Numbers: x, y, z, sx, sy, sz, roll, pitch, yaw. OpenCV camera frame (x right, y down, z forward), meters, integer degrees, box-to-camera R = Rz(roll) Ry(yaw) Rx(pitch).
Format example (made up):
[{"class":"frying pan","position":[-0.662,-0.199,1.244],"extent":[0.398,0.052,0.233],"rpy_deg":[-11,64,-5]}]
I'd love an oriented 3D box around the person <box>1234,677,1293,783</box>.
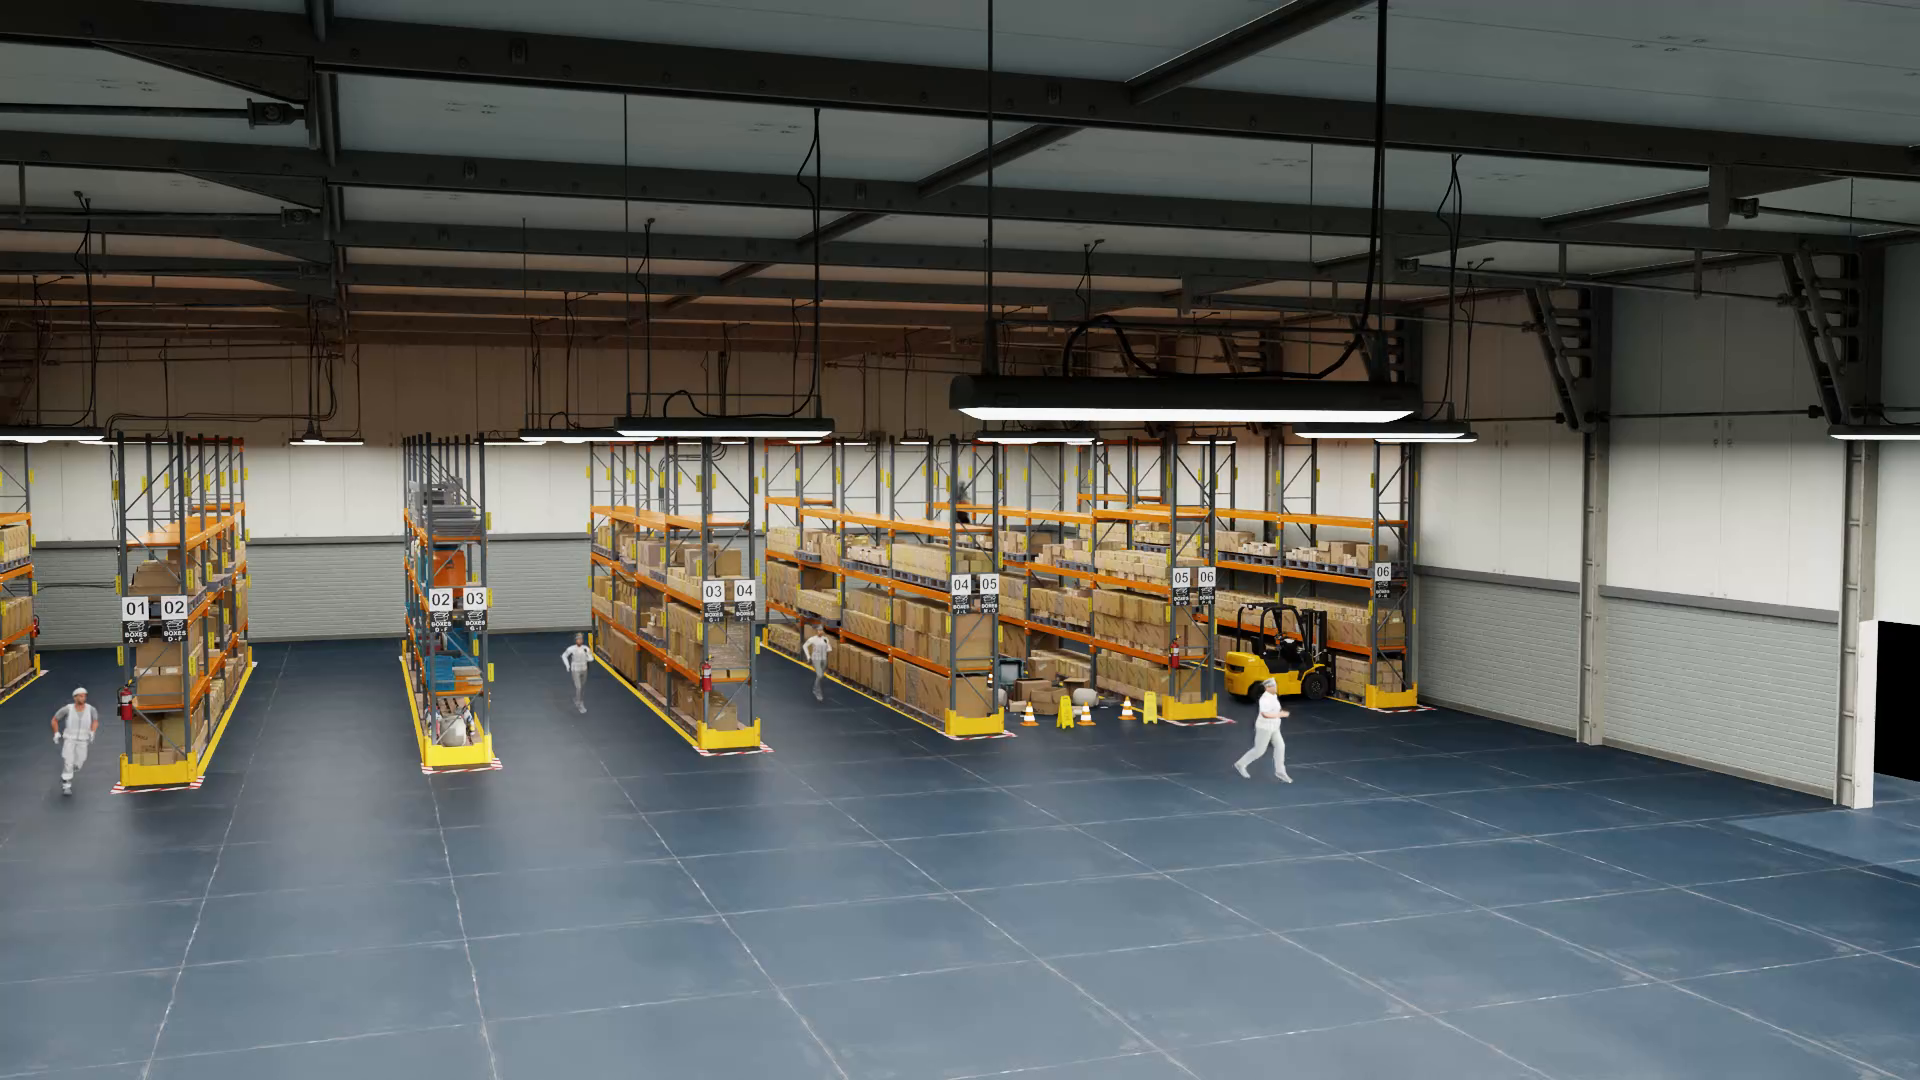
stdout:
[{"class":"person","position":[5.246,3.252,28.578],"extent":[0.942,1.825,0.671],"rpy_deg":[2,4,28]}]

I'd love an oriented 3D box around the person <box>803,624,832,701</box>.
[{"class":"person","position":[-3.205,2.781,37.841],"extent":[0.578,1.752,0.734],"rpy_deg":[-2,4,-34]}]

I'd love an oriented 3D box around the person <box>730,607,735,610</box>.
[{"class":"person","position":[-6.307,2.305,46.482],"extent":[0.584,1.659,0.964],"rpy_deg":[-1,3,-23]}]

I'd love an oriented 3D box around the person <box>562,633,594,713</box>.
[{"class":"person","position":[-8.263,2.852,36.086],"extent":[0.605,1.694,0.929],"rpy_deg":[-2,4,-35]}]

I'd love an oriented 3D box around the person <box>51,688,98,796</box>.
[{"class":"person","position":[-14.754,3.329,27.734],"extent":[0.707,1.734,0.712],"rpy_deg":[-3,4,-40]}]
